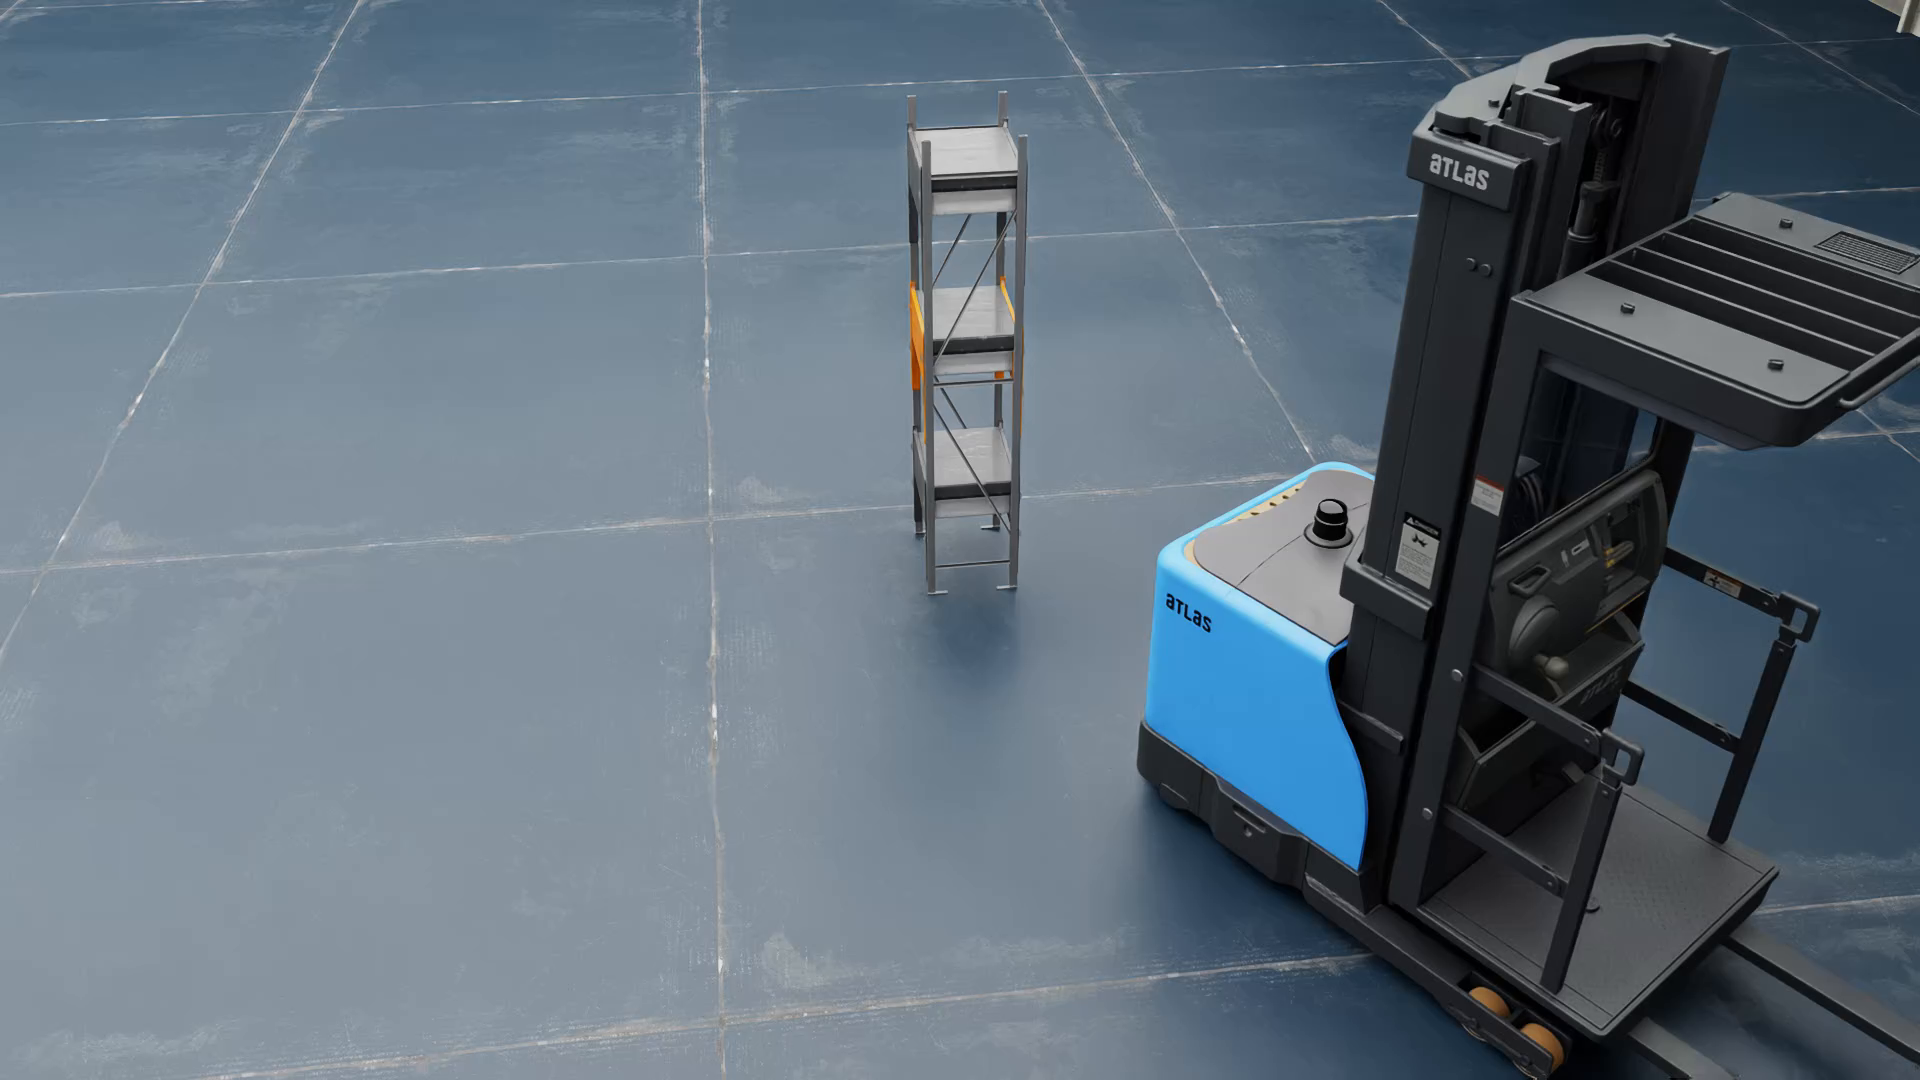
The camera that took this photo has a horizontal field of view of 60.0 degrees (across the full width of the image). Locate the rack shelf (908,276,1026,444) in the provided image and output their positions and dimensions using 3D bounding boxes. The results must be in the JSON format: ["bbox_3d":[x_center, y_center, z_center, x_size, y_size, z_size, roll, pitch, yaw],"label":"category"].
[{"bbox_3d":[0.022,-0.764,7.031,0.431,0.518,0.480,-4,35,-6],"label":"rack shelf"}]

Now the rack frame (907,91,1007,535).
[{"bbox_3d":[-0.011,-0.911,7.223,0.400,2.100,0.015,-4,35,-6],"label":"rack frame"}]

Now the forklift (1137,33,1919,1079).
[{"bbox_3d":[2.014,0.163,4.908,1.130,2.935,3.031,-26,42,-32],"label":"forklift"}]

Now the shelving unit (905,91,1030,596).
[{"bbox_3d":[0.022,-0.775,7.023,0.431,2.100,0.503,-4,35,-6],"label":"shelving unit"}]

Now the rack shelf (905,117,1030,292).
[{"bbox_3d":[0.022,-1.342,6.637,0.431,0.518,0.480,-4,35,-6],"label":"rack shelf"}]

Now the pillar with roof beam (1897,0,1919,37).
[{"bbox_3d":[3.838,-7.606,10.920,9.100,9.000,0.400,-4,35,-6],"label":"pillar with roof beam"}]

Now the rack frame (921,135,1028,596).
[{"bbox_3d":[0.055,-0.639,6.823,0.400,2.100,0.015,-4,35,-6],"label":"rack frame"}]

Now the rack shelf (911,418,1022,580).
[{"bbox_3d":[0.022,-0.186,7.425,0.431,0.518,0.480,-4,35,-6],"label":"rack shelf"}]
